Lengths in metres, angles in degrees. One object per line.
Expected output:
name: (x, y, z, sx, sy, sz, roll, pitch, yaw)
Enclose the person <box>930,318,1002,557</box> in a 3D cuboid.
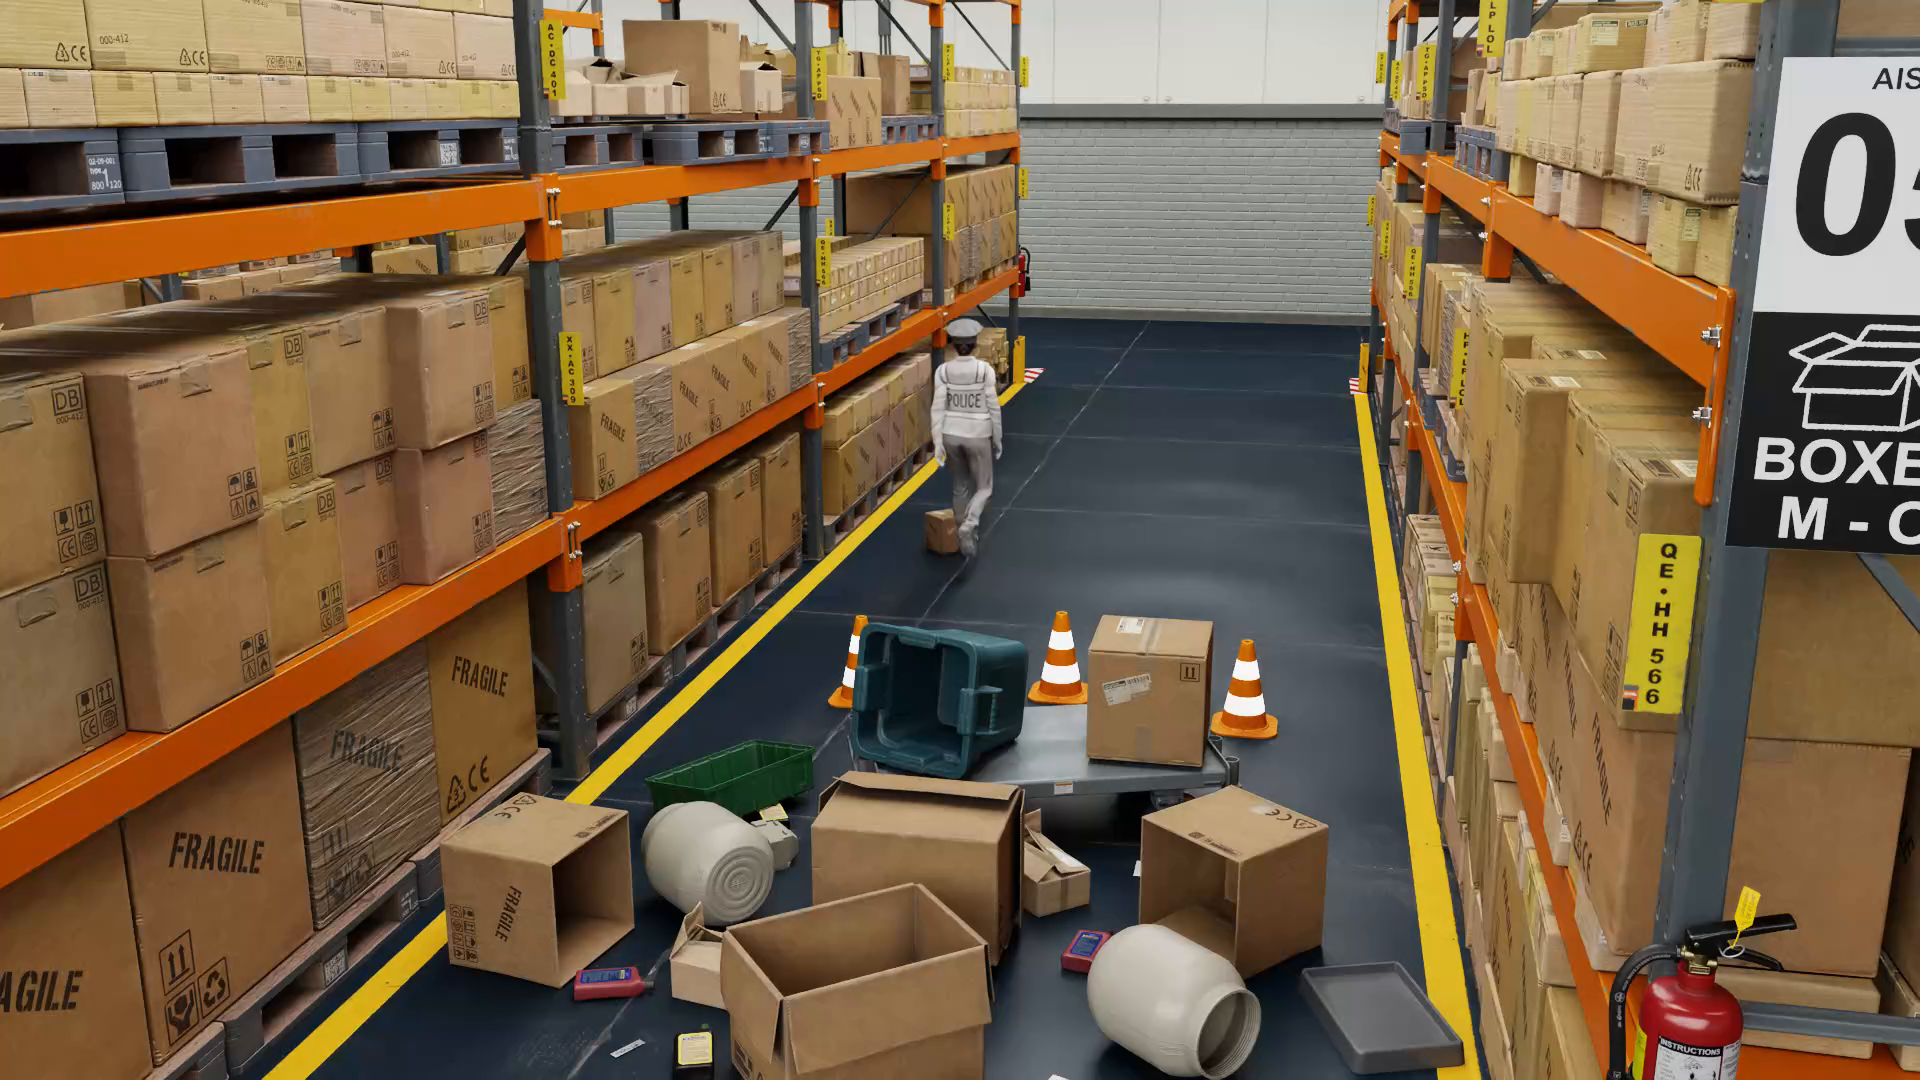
person: (0.034, -0.703, 11.574, 0.478, 1.652, 0.819, 4, 15, 16)
